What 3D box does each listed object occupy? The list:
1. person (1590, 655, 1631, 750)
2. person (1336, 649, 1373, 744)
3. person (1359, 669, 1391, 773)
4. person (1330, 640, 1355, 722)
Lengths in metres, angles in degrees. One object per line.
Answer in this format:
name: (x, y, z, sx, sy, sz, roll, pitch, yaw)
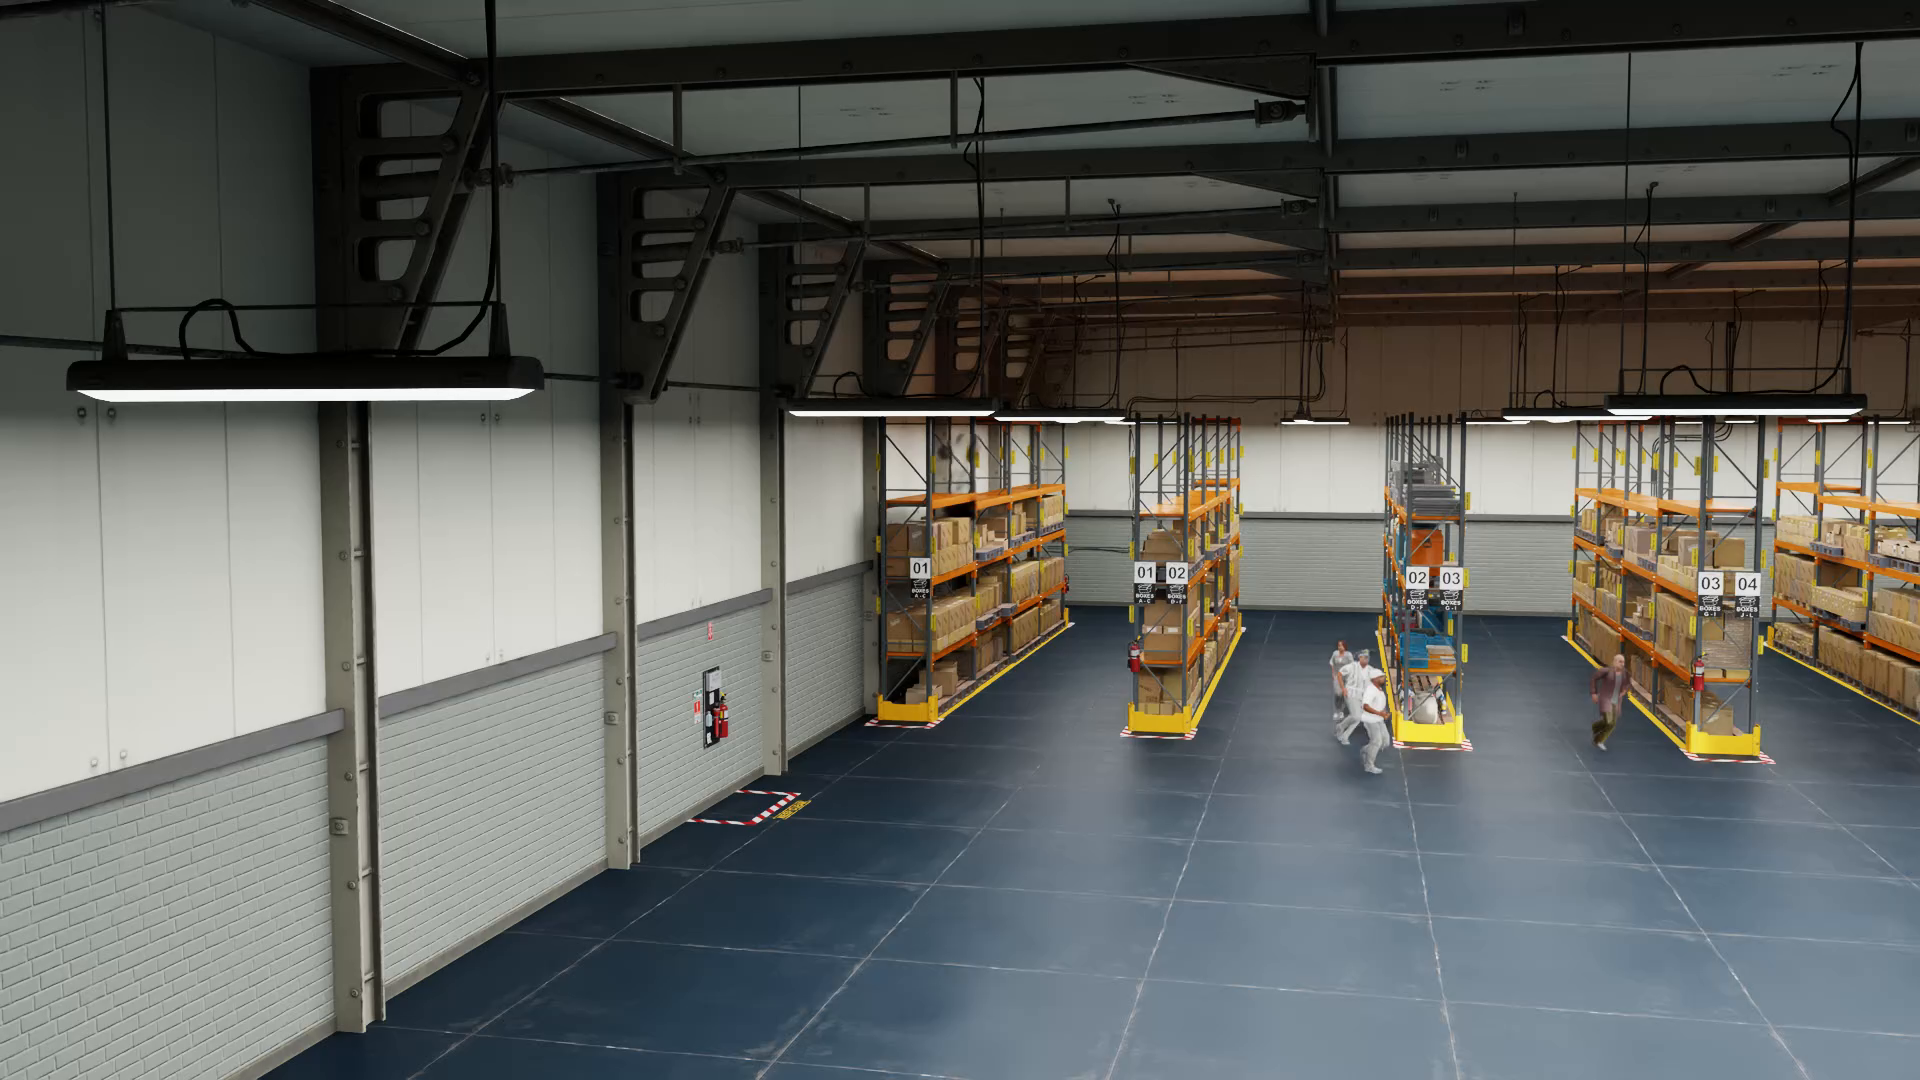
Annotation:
person: (11.594, 2.876, 29.603, 0.678, 1.710, 0.676, -1, 4, -14)
person: (7.212, 2.834, 30.099, 0.652, 1.734, 0.583, -2, 4, -27)
person: (6.876, 2.997, 27.554, 0.612, 1.733, 0.683, 2, 5, 32)
person: (7.445, 2.744, 32.396, 0.507, 1.615, 0.673, 1, 4, 17)
